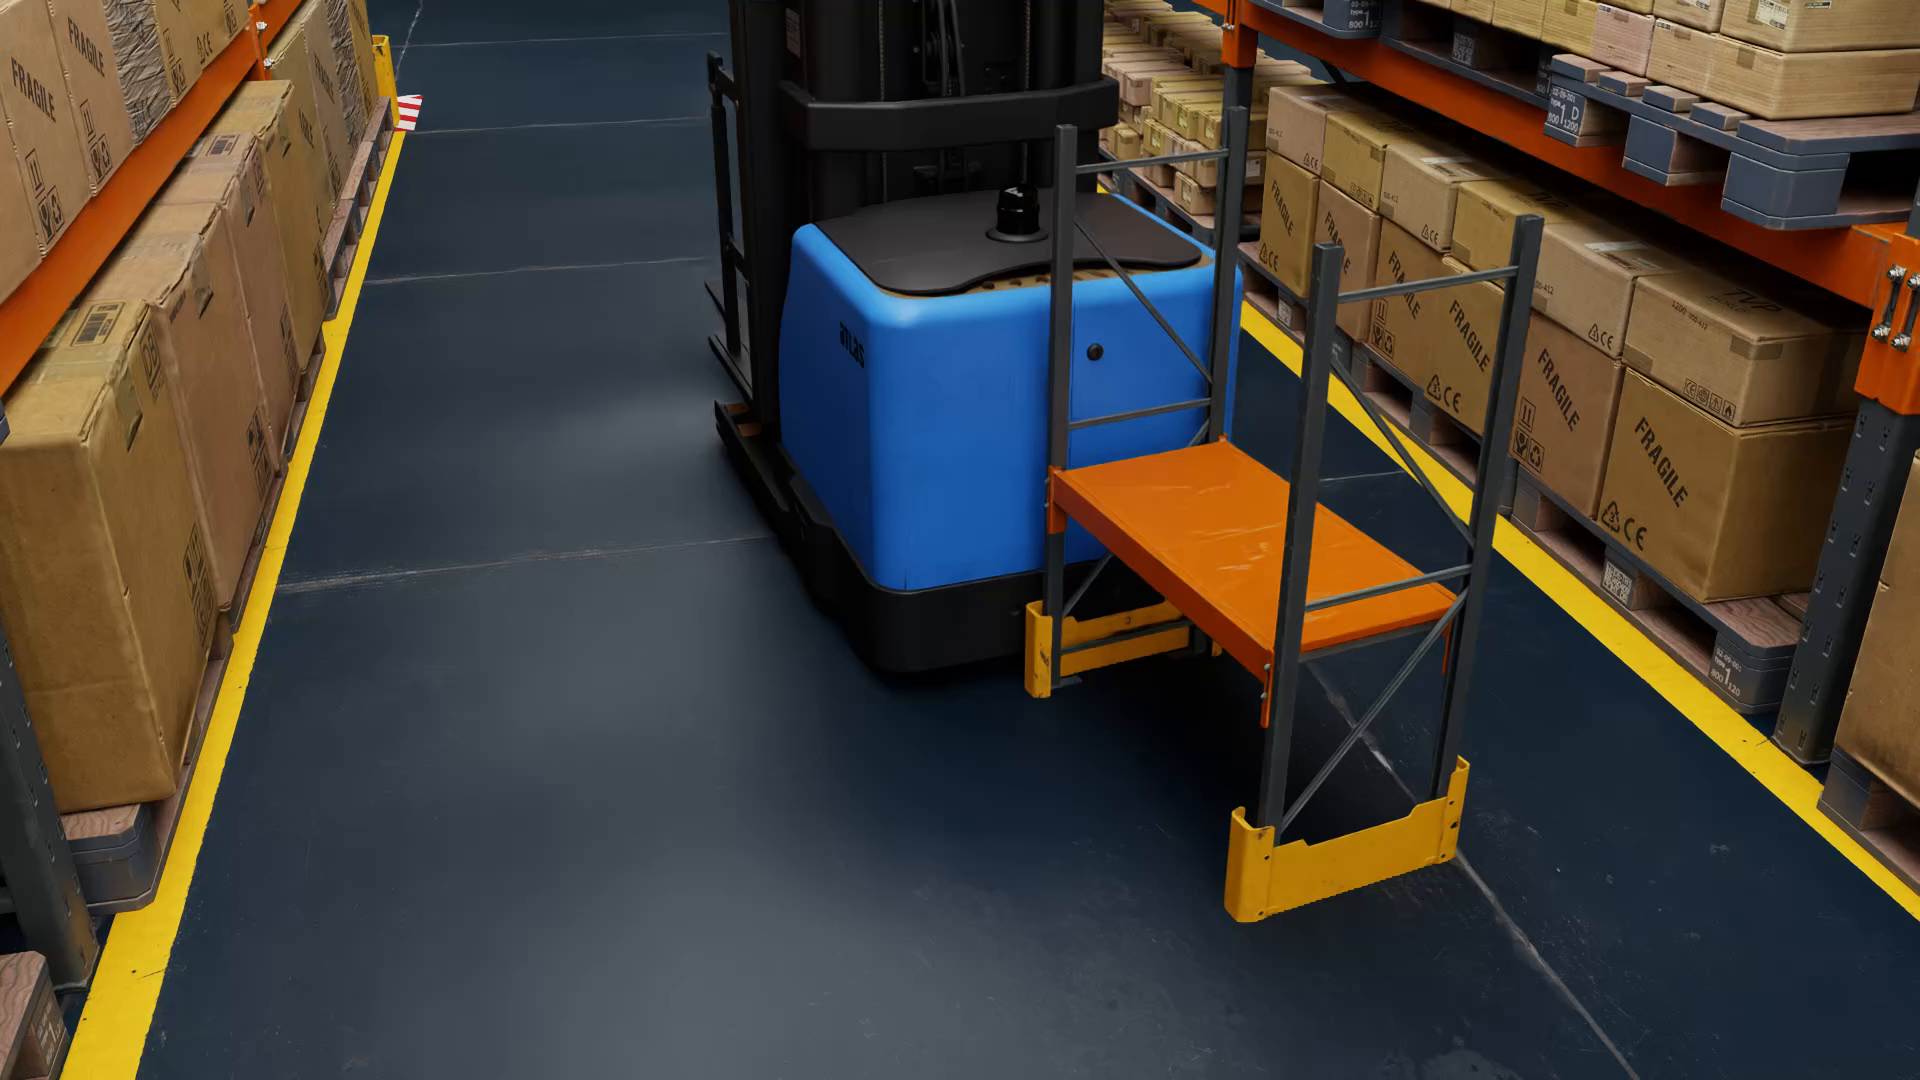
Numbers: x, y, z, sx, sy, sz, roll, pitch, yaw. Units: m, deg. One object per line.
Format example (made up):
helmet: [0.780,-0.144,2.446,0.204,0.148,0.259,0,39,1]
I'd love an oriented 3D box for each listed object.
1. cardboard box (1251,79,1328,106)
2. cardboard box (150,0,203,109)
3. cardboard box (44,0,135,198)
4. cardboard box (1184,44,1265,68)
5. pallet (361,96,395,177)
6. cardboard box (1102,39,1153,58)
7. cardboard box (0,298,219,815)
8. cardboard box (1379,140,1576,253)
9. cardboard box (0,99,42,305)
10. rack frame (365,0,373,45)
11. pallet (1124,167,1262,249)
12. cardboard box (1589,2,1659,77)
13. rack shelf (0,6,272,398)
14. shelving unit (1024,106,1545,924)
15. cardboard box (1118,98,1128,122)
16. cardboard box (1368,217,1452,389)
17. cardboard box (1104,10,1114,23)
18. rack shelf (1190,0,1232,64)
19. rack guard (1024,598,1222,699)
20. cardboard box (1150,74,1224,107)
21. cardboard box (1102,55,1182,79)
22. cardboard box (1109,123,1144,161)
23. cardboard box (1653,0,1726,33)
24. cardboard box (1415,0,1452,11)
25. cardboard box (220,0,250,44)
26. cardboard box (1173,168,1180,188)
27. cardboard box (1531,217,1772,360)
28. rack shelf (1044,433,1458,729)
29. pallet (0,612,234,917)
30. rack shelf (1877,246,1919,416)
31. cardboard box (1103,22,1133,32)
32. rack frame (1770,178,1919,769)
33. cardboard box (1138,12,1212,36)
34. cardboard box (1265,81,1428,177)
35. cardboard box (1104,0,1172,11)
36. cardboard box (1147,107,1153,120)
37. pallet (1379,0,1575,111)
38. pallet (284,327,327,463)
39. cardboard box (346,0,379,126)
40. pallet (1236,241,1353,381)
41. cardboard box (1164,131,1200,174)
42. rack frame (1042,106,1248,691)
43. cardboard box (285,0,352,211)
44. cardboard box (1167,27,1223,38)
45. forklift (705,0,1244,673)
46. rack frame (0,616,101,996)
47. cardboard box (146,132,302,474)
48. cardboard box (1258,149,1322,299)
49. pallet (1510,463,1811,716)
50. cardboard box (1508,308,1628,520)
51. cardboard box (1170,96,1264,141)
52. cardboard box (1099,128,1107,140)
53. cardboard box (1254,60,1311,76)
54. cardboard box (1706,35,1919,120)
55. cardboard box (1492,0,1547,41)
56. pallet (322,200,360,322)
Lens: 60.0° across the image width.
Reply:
cardboard box: [1.676,-2.191,8.299,0.380,0.149,0.250,-6,27,-12]
cardboard box: [-2.593,-1.566,4.913,0.500,0.500,0.500,-6,27,-12]
cardboard box: [-2.374,-1.126,4.041,0.500,0.500,0.500,-6,27,-13]
cardboard box: [1.458,-2.646,9.202,0.380,0.149,0.250,-6,27,-11]
pallet: [-3.839,-2.314,9.600,1.003,0.211,1.213,-6,27,-12]
cardboard box: [0.863,-2.701,9.310,0.380,0.149,0.250,-6,27,-11]
cardboard box: [-2.428,0.066,3.682,1.225,0.875,0.875,-7,28,-14]
cardboard box: [1.803,-1.202,5.779,0.500,0.250,0.500,-5,27,-10]
cardboard box: [-2.137,-0.675,3.148,0.500,0.500,0.500,-5,27,-10]
rack frame: [-4.095,-3.902,9.651,1.000,3.000,0.127,-6,27,-12]
pallet: [1.475,-1.651,8.288,1.003,0.211,1.213,-6,27,-12]
cardboard box: [1.891,-1.316,4.342,0.380,0.149,0.250,-5,27,-11]
rack shelf: [-2.743,-0.947,4.595,1.077,0.370,4.000,-6,27,-12]
shelving unit: [0.654,-0.110,3.804,0.587,1.500,1.083,-11,29,-21]
cardboard box: [1.052,-2.342,8.928,0.380,0.149,0.250,-7,28,-14]
cardboard box: [1.821,-0.865,5.942,0.500,0.500,0.500,-5,27,-11]
cardboard box: [0.726,-3.168,10.235,0.380,0.149,0.250,-5,27,-11]
rack shelf: [1.210,-3.162,8.984,1.077,0.370,4.000,-6,27,-12]
rack guard: [0.451,0.243,4.492,0.587,0.250,0.087,-11,29,-21]
cardboard box: [1.186,-2.254,8.424,0.380,0.149,0.250,-5,27,-10]
cardboard box: [0.962,-2.480,8.873,0.380,0.149,0.250,-7,28,-13]
cardboard box: [1.007,-2.112,8.803,0.380,0.149,0.250,-6,27,-12]
cardboard box: [1.946,-1.345,4.068,0.380,0.149,0.250,-5,27,-10]
cardboard box: [1.655,-1.777,5.255,0.380,0.149,0.250,-7,28,-14]
cardboard box: [-2.823,-2.013,5.798,0.500,0.500,0.500,-6,27,-11]
cardboard box: [1.264,-1.780,8.145,0.380,0.149,0.250,-5,27,-10]
cardboard box: [2.029,-0.750,4.882,0.500,0.250,0.500,-6,27,-11]
rack shelf: [0.658,0.054,3.878,0.538,0.185,1.000,-11,29,-21]
pallet: [-2.397,0.501,4.022,1.003,0.211,1.213,-6,27,-12]
rack shelf: [3.013,0.350,2.026,1.077,0.370,4.000,-6,27,-12]
cardboard box: [0.795,-2.944,9.791,0.380,0.149,0.250,-7,28,-14]
rack frame: [2.563,-0.849,3.603,1.000,3.000,0.127,-6,27,-12]
cardboard box: [1.309,-3.118,10.136,0.380,0.149,0.250,-7,28,-13]
cardboard box: [1.570,-1.660,6.686,0.500,0.250,0.500,-7,28,-14]
cardboard box: [1.126,-3.335,10.565,0.380,0.149,0.250,-6,27,-11]
cardboard box: [1.169,-2.112,8.473,0.380,0.149,0.250,-6,27,-11]
pallet: [2.077,-1.628,5.360,1.003,0.211,1.213,-6,27,-12]
pallet: [-2.947,-0.570,6.145,1.003,0.211,1.213,-6,27,-12]
cardboard box: [-3.873,-2.868,9.495,0.875,0.875,0.875,-6,27,-12]
pallet: [1.838,-1.019,7.034,1.003,0.211,1.213,-6,27,-12]
cardboard box: [1.207,-1.876,8.006,0.380,0.149,0.250,-7,28,-14]
rack frame: [0.451,-0.316,4.211,0.500,1.500,0.032,-11,29,-21]
cardboard box: [-3.468,-2.078,7.929,0.875,0.875,0.875,-6,27,-12]
cardboard box: [1.420,-2.885,9.675,0.380,0.149,0.250,-5,27,-10]
forklift: [-0.224,-1.601,5.170,1.130,2.935,3.031,-9,28,-18]
rack frame: [-2.293,-0.390,2.693,1.000,3.000,0.127,-6,27,-12]
cardboard box: [-2.828,-0.714,5.227,1.225,0.875,0.875,-7,28,-13]
cardboard box: [1.569,-1.325,6.855,0.500,0.500,0.500,-5,27,-10]
pallet: [2.388,0.053,4.911,1.003,0.211,1.213,-6,27,-12]
cardboard box: [2.046,-0.411,5.044,0.500,0.500,0.500,-5,27,-10]
cardboard box: [1.231,-2.023,7.967,0.380,0.149,0.250,-6,27,-11]
cardboard box: [0.928,-2.336,9.246,0.380,0.149,0.250,-6,27,-12]
cardboard box: [1.617,-2.423,8.759,0.380,0.149,0.250,-5,27,-10]
cardboard box: [2.004,-1.094,3.902,0.380,0.149,0.250,-5,27,-11]
cardboard box: [1.776,-1.544,4.793,0.380,0.149,0.250,-7,28,-14]
pallet: [-3.289,-1.243,7.478,1.003,0.211,1.213,-6,27,-12]
